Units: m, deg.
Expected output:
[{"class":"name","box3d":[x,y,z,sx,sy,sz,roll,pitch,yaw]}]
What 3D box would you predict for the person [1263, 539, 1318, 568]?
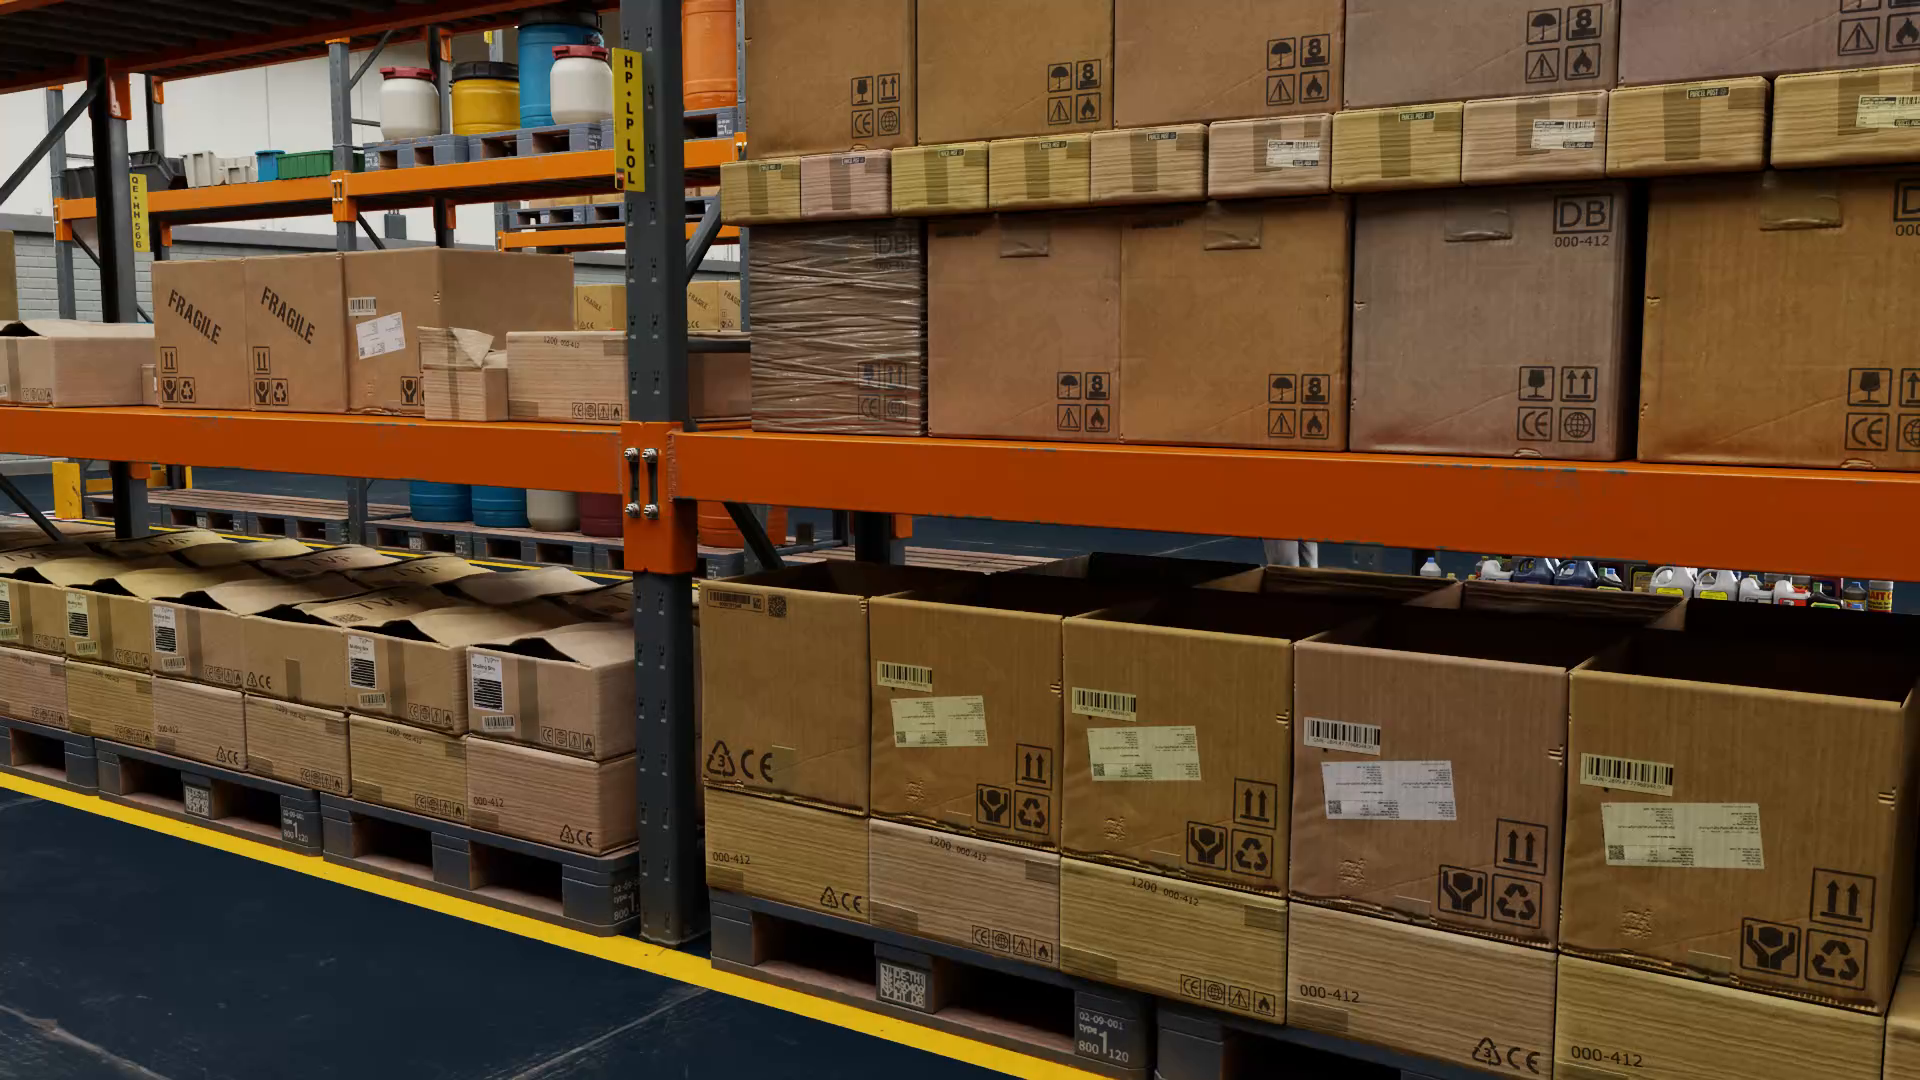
[{"class":"person","box3d":[1.458,-0.130,7.337,0.346,1.592,0.484,4,8,30]}]
